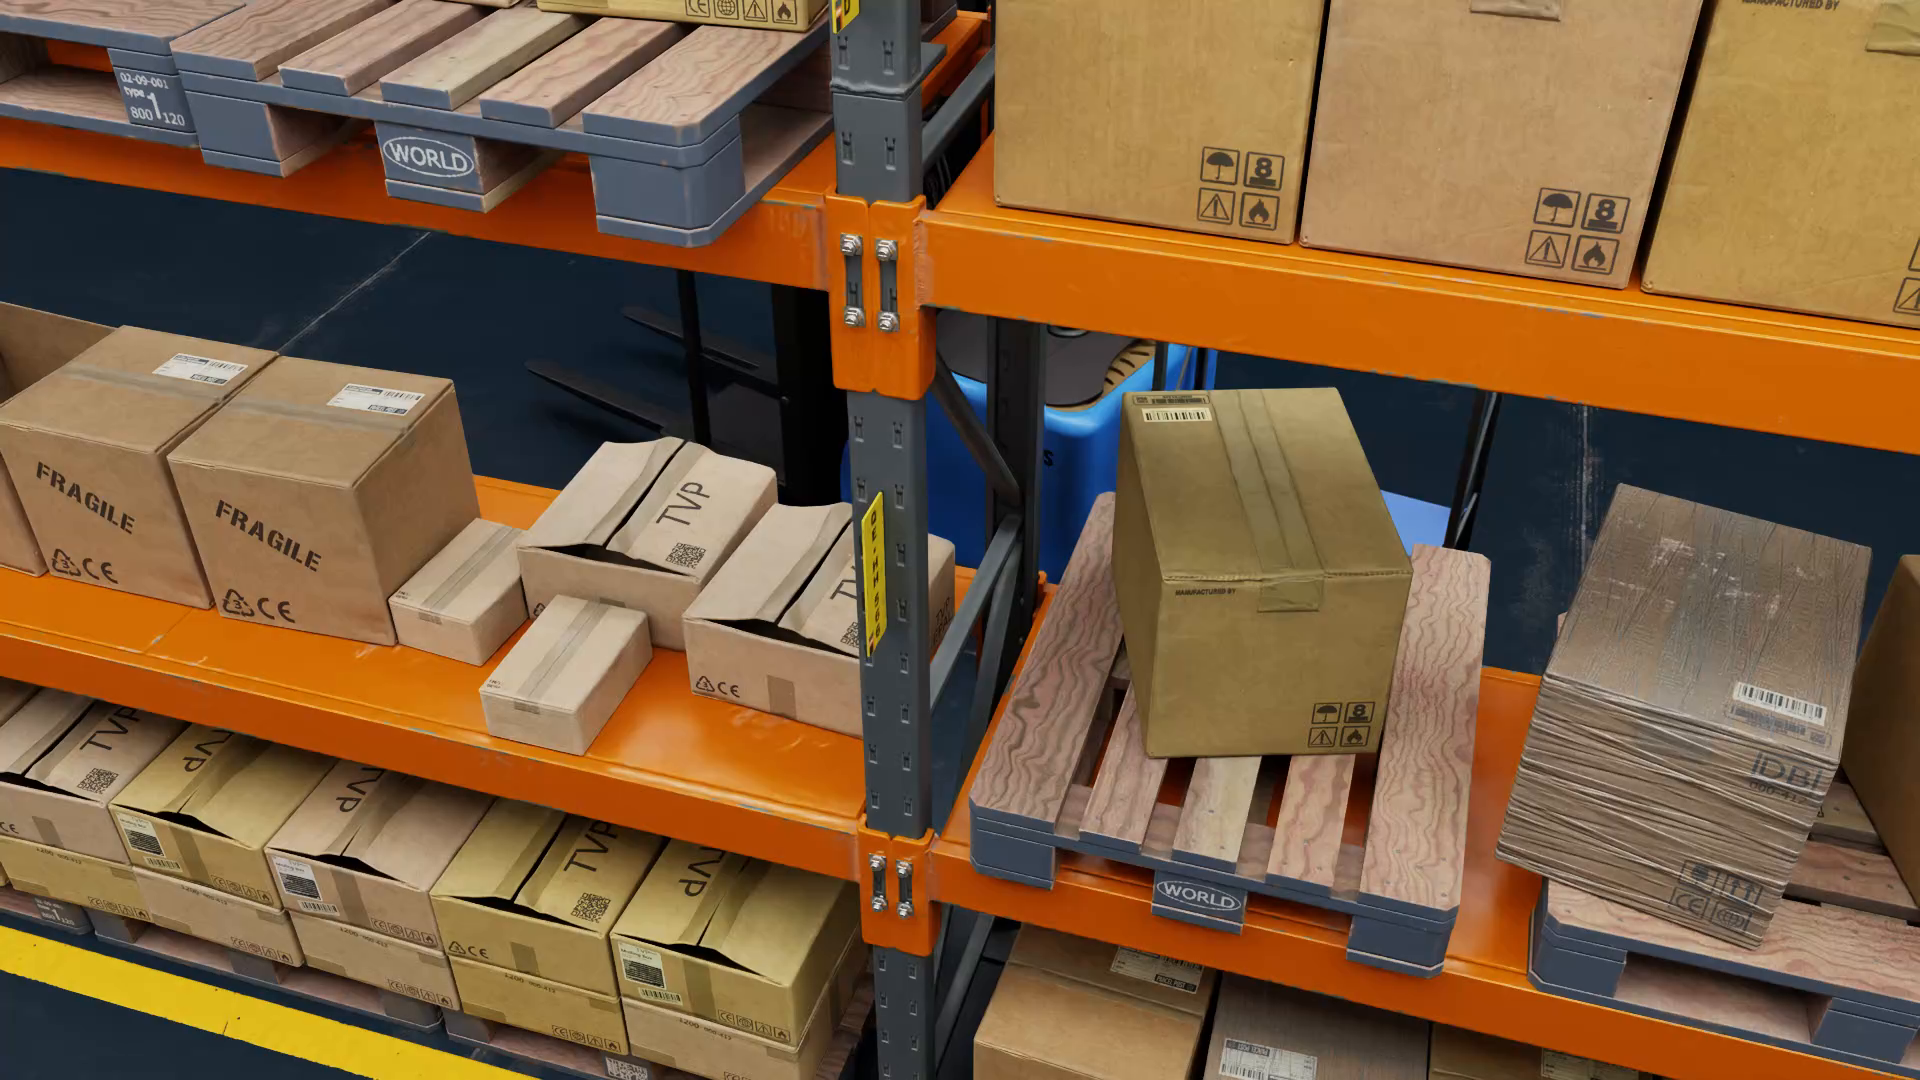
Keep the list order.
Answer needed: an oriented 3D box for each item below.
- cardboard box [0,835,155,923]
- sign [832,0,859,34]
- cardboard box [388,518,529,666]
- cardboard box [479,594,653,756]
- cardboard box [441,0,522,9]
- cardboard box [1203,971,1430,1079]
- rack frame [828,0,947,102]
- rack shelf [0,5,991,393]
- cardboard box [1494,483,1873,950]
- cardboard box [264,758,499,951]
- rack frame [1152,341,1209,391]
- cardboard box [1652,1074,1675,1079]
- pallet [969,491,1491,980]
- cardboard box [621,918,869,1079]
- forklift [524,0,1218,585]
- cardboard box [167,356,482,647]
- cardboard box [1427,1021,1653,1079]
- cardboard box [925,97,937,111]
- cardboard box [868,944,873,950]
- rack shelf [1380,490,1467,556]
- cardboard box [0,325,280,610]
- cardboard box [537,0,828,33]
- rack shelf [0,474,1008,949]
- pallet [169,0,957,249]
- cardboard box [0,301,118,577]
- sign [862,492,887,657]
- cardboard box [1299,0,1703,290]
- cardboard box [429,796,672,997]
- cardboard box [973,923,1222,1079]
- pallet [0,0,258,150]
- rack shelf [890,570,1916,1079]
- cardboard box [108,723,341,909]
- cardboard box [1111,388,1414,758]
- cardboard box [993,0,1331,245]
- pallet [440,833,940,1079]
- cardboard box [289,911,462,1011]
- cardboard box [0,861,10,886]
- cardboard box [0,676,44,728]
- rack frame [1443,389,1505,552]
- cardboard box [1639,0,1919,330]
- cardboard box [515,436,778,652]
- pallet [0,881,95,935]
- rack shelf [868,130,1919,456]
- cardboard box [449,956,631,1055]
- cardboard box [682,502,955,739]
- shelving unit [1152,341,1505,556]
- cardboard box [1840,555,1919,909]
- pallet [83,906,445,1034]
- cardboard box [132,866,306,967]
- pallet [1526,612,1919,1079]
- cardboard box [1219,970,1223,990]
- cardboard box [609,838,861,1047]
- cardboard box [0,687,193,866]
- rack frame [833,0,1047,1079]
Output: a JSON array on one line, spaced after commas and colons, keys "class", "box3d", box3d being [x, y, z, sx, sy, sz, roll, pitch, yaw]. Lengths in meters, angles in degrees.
[{"class": "cardboard box", "box3d": [-2.523, 0.844, 5.038, 0.500, 0.250, 0.500, 9, 37, 12]}, {"class": "sign", "box3d": [-0.172, -0.916, 2.430, 0.005, 0.325, 0.100, 10, 38, 14]}, {"class": "cardboard box", "box3d": [-1.233, 0.128, 4.258, 0.250, 0.149, 0.380, 13, 38, 17]}, {"class": "cardboard box", "box3d": [-0.940, 0.319, 3.999, 0.250, 0.149, 0.380, 10, 38, 14]}, {"class": "cardboard box", "box3d": [-0.955, -1.228, 3.129, 0.500, 0.250, 0.500, 11, 38, 15]}, {"class": "cardboard box", "box3d": [0.852, 1.381, 4.081, 0.500, 0.500, 0.500, 9, 37, 12]}, {"class": "rack frame", "box3d": [0.001, -2.196, 2.142, 0.127, 3.000, 1.000, 10, 38, 14]}, {"class": "rack shelf", "box3d": [-1.908, -1.052, 3.725, 4.000, 0.370, 1.077, 10, 38, 14]}, {"class": "cardboard box", "box3d": [1.452, 0.328, 3.335, 0.500, 0.500, 0.700, 18, 40, 22]}, {"class": "cardboard box", "box3d": [-1.551, 0.800, 4.625, 0.500, 0.311, 0.500, 10, 38, 14]}, {"class": "rack frame", "box3d": [0.760, -0.309, 5.905, 0.032, 1.500, 0.500, 17, 39, 21]}, {"class": "cardboard box", "box3d": [1.829, 1.562, 3.835, 0.500, 0.500, 0.500, 9, 37, 12]}, {"class": "pallet", "box3d": [0.669, 0.377, 3.869, 1.003, 0.211, 1.213, 10, 38, 14]}, {"class": "cardboard box", "box3d": [-0.574, 1.203, 4.550, 0.500, 0.250, 0.500, 11, 38, 15]}, {"class": "forklift", "box3d": [-0.527, -1.431, 6.221, 3.031, 2.935, 1.130, 23, 42, 28]}, {"class": "cardboard box", "box3d": [-1.606, -0.108, 4.281, 0.500, 0.500, 0.500, 9, 37, 11]}, {"class": "cardboard box", "box3d": [1.329, 1.473, 3.956, 0.500, 0.500, 0.500, 10, 38, 13]}, {"class": "cardboard box", "box3d": [-0.246, -2.378, 8.555, 0.500, 0.250, 0.500, 10, 38, 14]}, {"class": "cardboard box", "box3d": [-0.411, 0.900, 4.963, 0.500, 0.250, 0.500, 10, 38, 14]}, {"class": "rack shelf", "box3d": [1.214, -0.029, 5.828, 1.000, 0.185, 0.538, 17, 39, 21]}, {"class": "cardboard box", "box3d": [-2.108, -0.201, 4.408, 0.500, 0.500, 0.500, 11, 38, 14]}, {"class": "cardboard box", "box3d": [-0.449, -1.145, 3.017, 0.500, 0.250, 0.500, 8, 37, 10]}, {"class": "rack shelf", "box3d": [-1.908, 0.156, 4.614, 4.000, 0.370, 1.077, 10, 38, 14]}, {"class": "pallet", "box3d": [-0.673, -0.981, 3.182, 1.003, 0.211, 1.213, 12, 38, 16]}, {"class": "cardboard box", "box3d": [-2.586, -0.289, 4.528, 0.500, 0.500, 0.500, 13, 38, 17]}, {"class": "sign", "box3d": [-0.161, 0.068, 3.150, 0.005, 0.325, 0.100, 10, 38, 14]}, {"class": "cardboard box", "box3d": [0.914, -0.880, 2.800, 0.500, 0.500, 0.910, 10, 38, 14]}, {"class": "cardboard box", "box3d": [-1.070, 0.891, 4.501, 0.500, 0.311, 0.500, 10, 38, 13]}, {"class": "cardboard box", "box3d": [0.350, 1.292, 4.202, 0.500, 0.500, 0.500, 12, 38, 16]}, {"class": "pallet", "box3d": [-1.742, -1.177, 3.448, 1.213, 0.211, 1.003, 12, 38, 16]}, {"class": "rack shelf", "box3d": [1.910, 0.863, 3.654, 4.000, 0.370, 1.077, 10, 38, 14]}, {"class": "cardboard box", "box3d": [-2.029, 0.710, 4.747, 0.500, 0.311, 0.500, 12, 38, 15]}, {"class": "cardboard box", "box3d": [0.636, 0.058, 3.702, 0.500, 0.500, 0.700, -1, 36, -2]}, {"class": "cardboard box", "box3d": [0.427, -0.970, 2.923, 0.500, 0.500, 0.910, 10, 38, 14]}, {"class": "pallet", "box3d": [-0.773, 1.175, 4.975, 1.213, 0.211, 1.003, 10, 38, 14]}, {"class": "cardboard box", "box3d": [-1.546, 1.024, 4.794, 0.500, 0.250, 0.500, 11, 38, 15]}, {"class": "cardboard box", "box3d": [-3.018, 0.754, 5.161, 0.500, 0.250, 0.500, 11, 38, 15]}, {"class": "cardboard box", "box3d": [-3.021, 0.531, 4.991, 0.500, 0.311, 0.500, 10, 38, 13]}, {"class": "rack frame", "box3d": [1.669, -0.039, 5.537, 0.032, 1.500, 0.500, 17, 39, 21]}, {"class": "cardboard box", "box3d": [1.411, -0.788, 2.676, 0.500, 0.500, 0.910, 10, 38, 14]}, {"class": "cardboard box", "box3d": [-0.795, -0.012, 4.311, 0.500, 0.311, 0.500, 10, 38, 13]}, {"class": "pallet", "box3d": [-3.102, 0.744, 5.561, 1.213, 0.211, 1.003, 10, 38, 14]}, {"class": "rack shelf", "box3d": [1.910, -0.345, 2.764, 4.000, 0.370, 1.077, 10, 38, 14]}, {"class": "cardboard box", "box3d": [-1.067, 1.114, 4.671, 0.500, 0.250, 0.500, 10, 38, 13]}, {"class": "cardboard box", "box3d": [-0.333, 0.167, 4.068, 0.500, 0.311, 0.500, 13, 38, 17]}, {"class": "shelving unit", "box3d": [1.214, -0.174, 5.721, 1.048, 1.500, 0.538, 17, 39, 21]}, {"class": "cardboard box", "box3d": [2.114, 0.440, 3.183, 0.500, 0.500, 0.700, 2, 36, 2]}, {"class": "pallet", "box3d": [-1.934, 0.959, 5.269, 1.213, 0.211, 1.003, 10, 38, 14]}, {"class": "cardboard box", "box3d": [-2.038, 0.934, 4.915, 0.500, 0.250, 0.500, 11, 38, 15]}, {"class": "pallet", "box3d": [1.859, 0.638, 3.514, 1.213, 0.211, 1.003, 10, 38, 14]}, {"class": "cardboard box", "box3d": [0.964, 1.082, 4.487, 0.500, 0.500, 0.500, 12, 38, 16]}, {"class": "cardboard box", "box3d": [-0.572, 0.979, 4.381, 0.500, 0.311, 0.500, 11, 38, 15]}, {"class": "cardboard box", "box3d": [-2.526, 0.622, 4.867, 0.500, 0.311, 0.500, 9, 37, 12]}, {"class": "rack frame", "box3d": [0.001, 0.220, 3.921, 0.127, 3.000, 1.000, 10, 38, 14]}]
